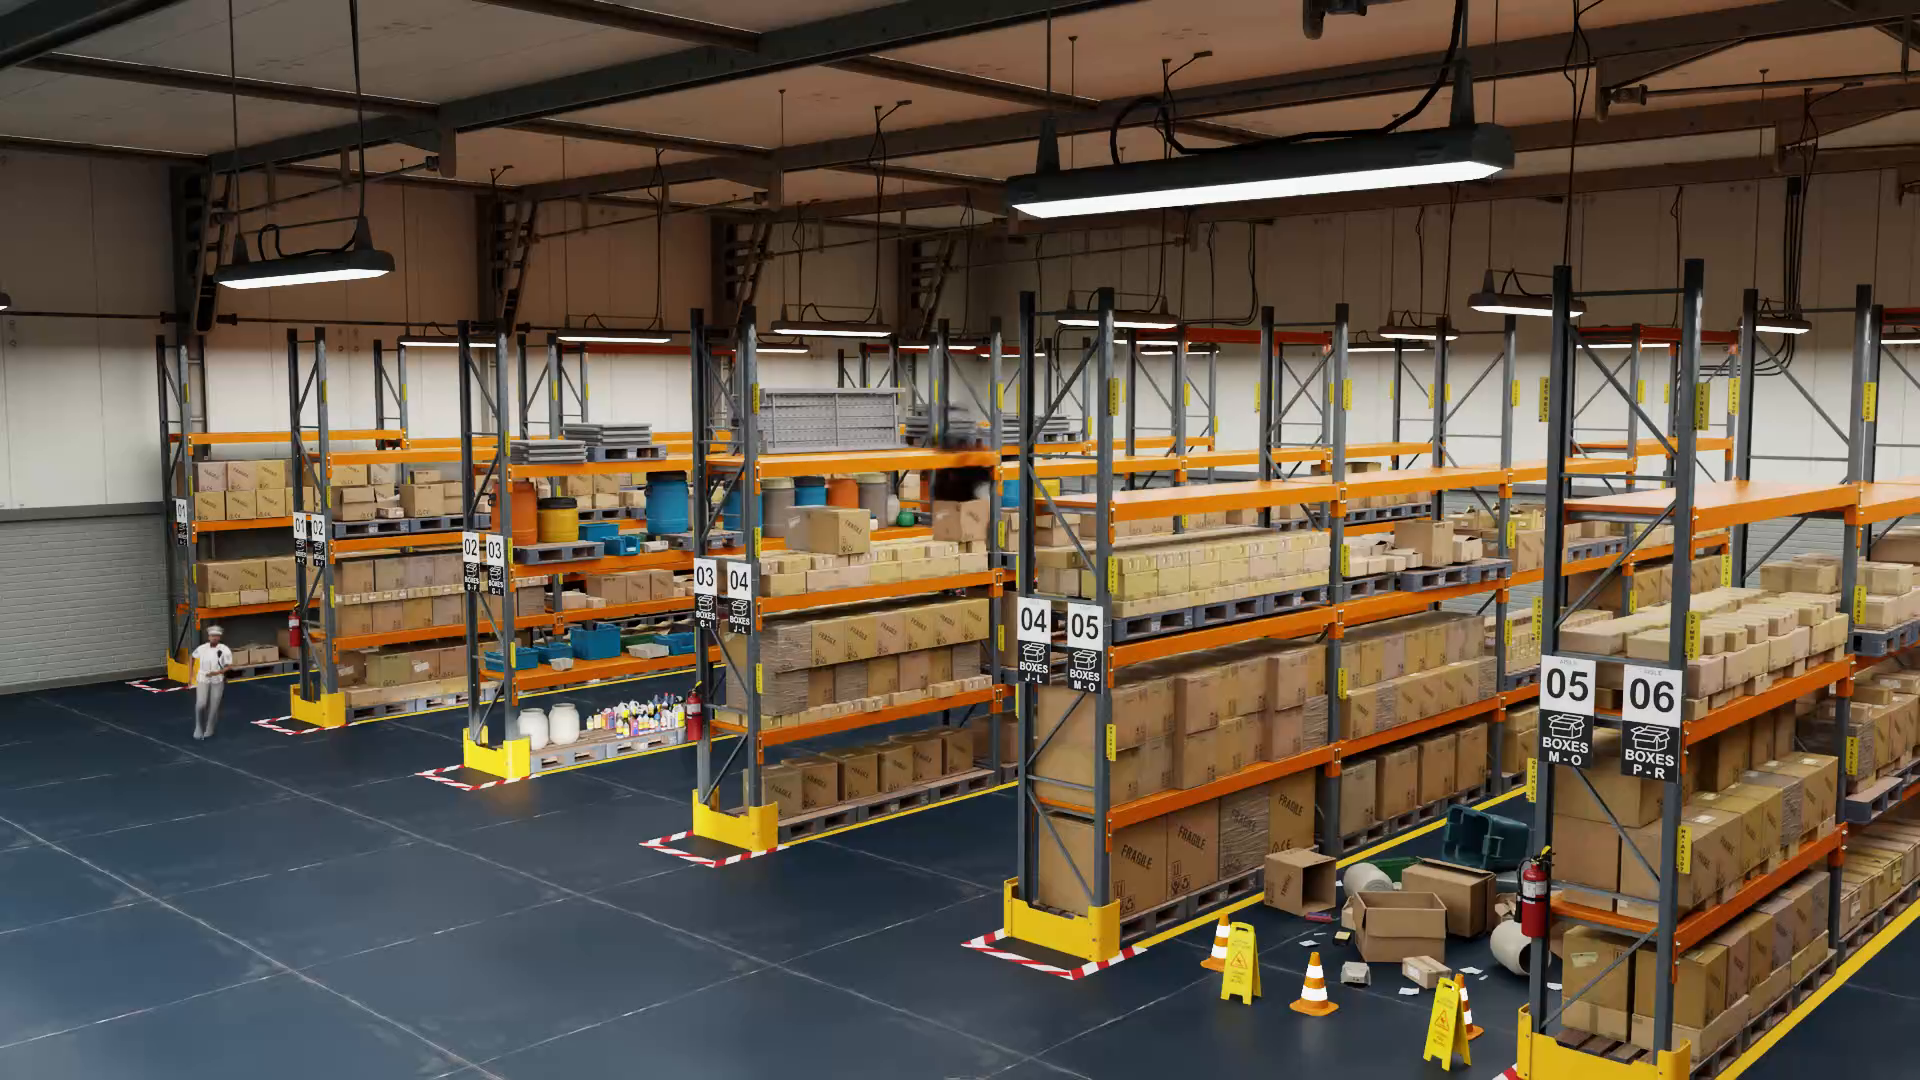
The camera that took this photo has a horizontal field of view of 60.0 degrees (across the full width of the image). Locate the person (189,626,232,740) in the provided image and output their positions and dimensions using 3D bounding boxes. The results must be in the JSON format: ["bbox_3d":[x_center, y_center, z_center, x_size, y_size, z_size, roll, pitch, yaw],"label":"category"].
[{"bbox_3d":[-10.878,2.068,24.154,0.590,1.646,0.592,-2,6,-22],"label":"person"}]
